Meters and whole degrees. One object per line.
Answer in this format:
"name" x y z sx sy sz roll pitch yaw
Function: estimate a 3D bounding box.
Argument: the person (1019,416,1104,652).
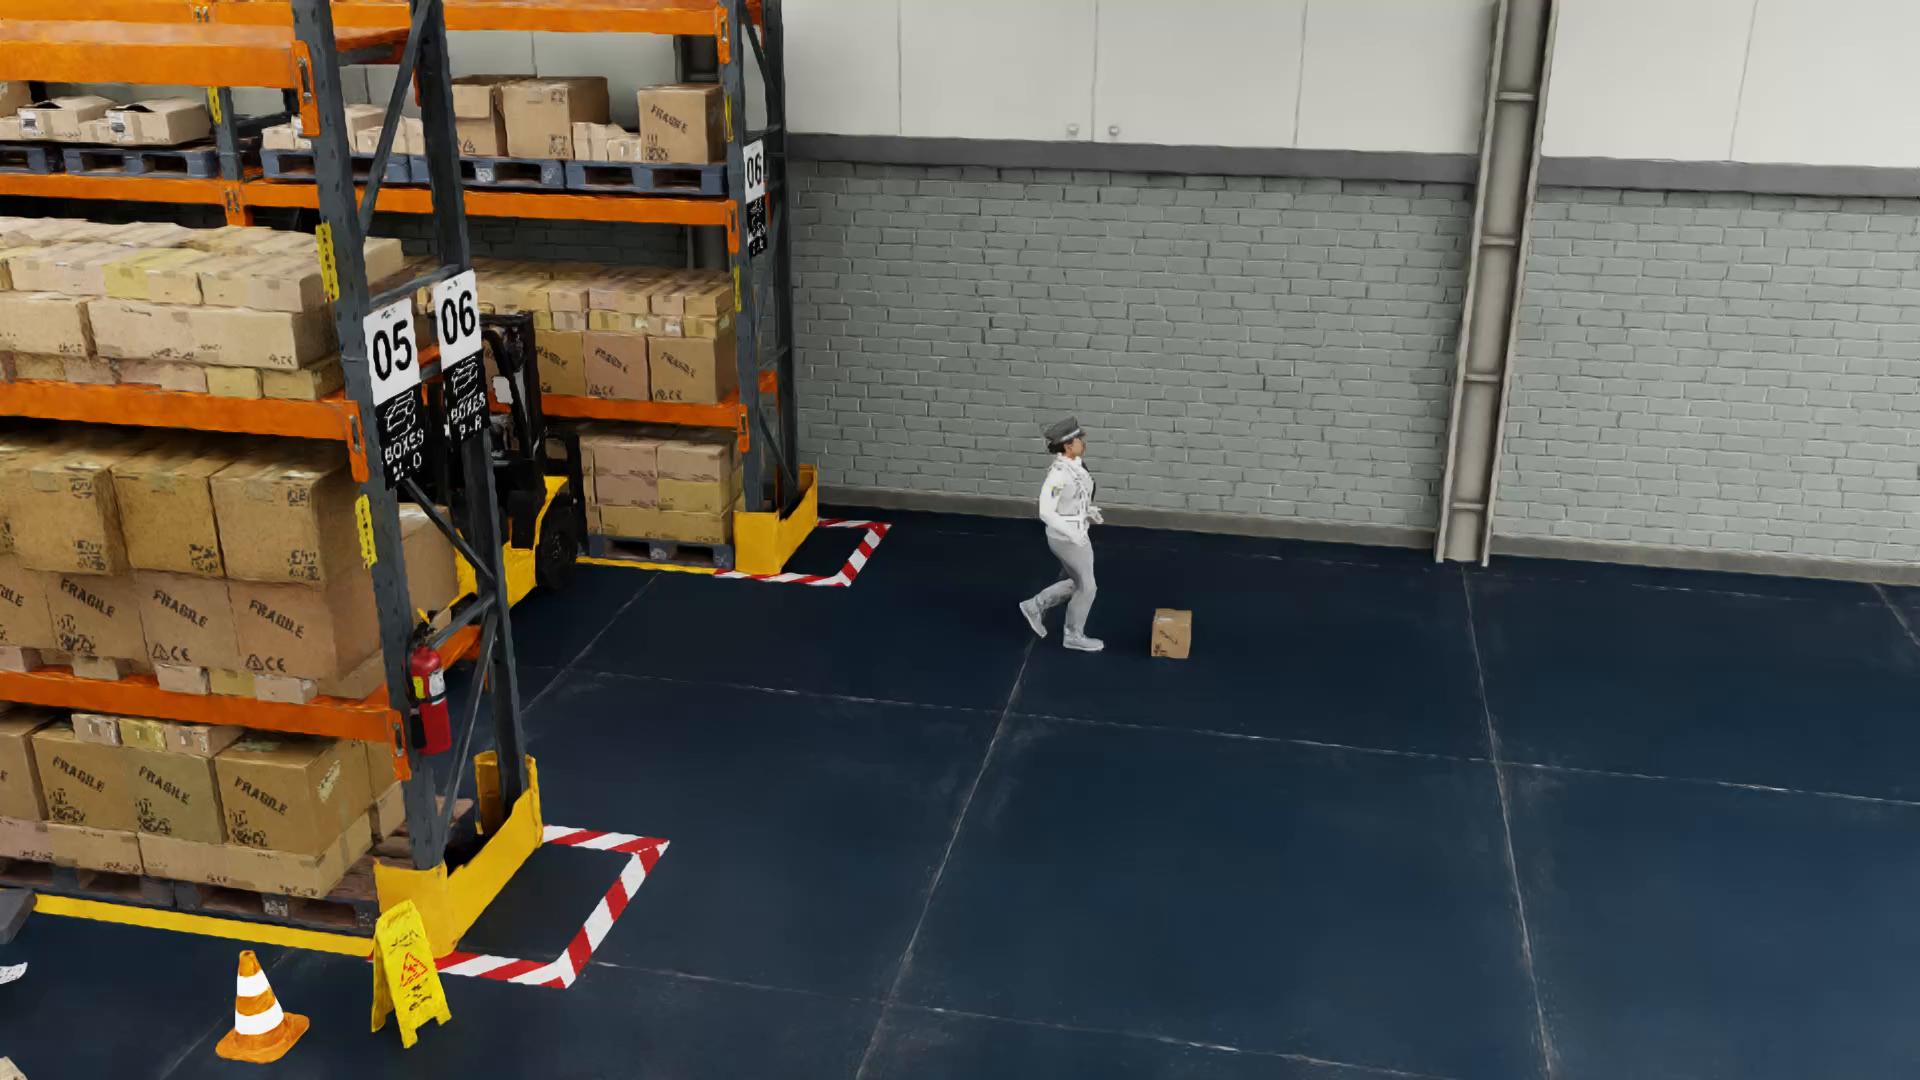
"person" 0.698 -0.041 11.176 0.598 1.662 0.631 4 22 10
